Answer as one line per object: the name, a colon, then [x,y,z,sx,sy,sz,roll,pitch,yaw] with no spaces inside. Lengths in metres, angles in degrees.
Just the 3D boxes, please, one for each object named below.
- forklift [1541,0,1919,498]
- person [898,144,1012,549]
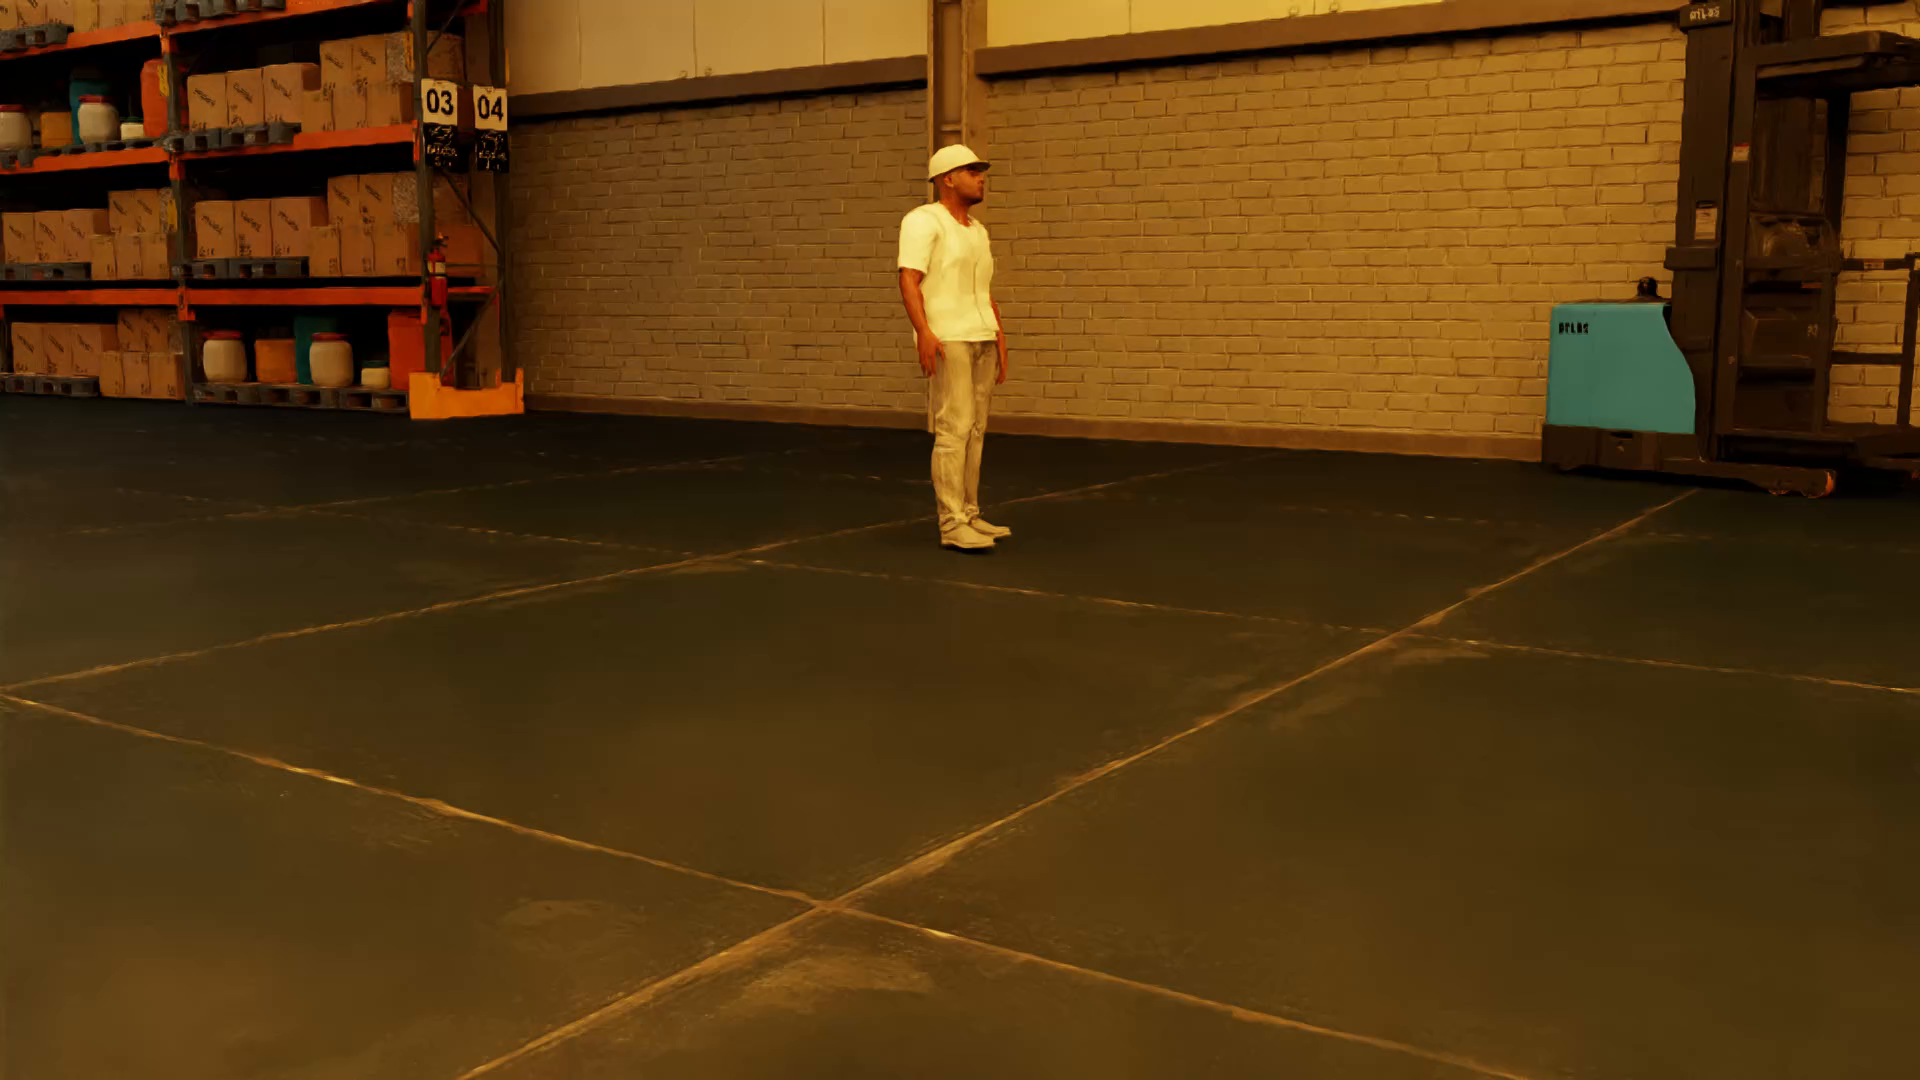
forklift: [4.997,-1.759,9.563,1.130,2.935,3.031,-6,10,-36]
person: [0.055,-0.875,7.435,0.576,1.766,0.665,5,10,34]
